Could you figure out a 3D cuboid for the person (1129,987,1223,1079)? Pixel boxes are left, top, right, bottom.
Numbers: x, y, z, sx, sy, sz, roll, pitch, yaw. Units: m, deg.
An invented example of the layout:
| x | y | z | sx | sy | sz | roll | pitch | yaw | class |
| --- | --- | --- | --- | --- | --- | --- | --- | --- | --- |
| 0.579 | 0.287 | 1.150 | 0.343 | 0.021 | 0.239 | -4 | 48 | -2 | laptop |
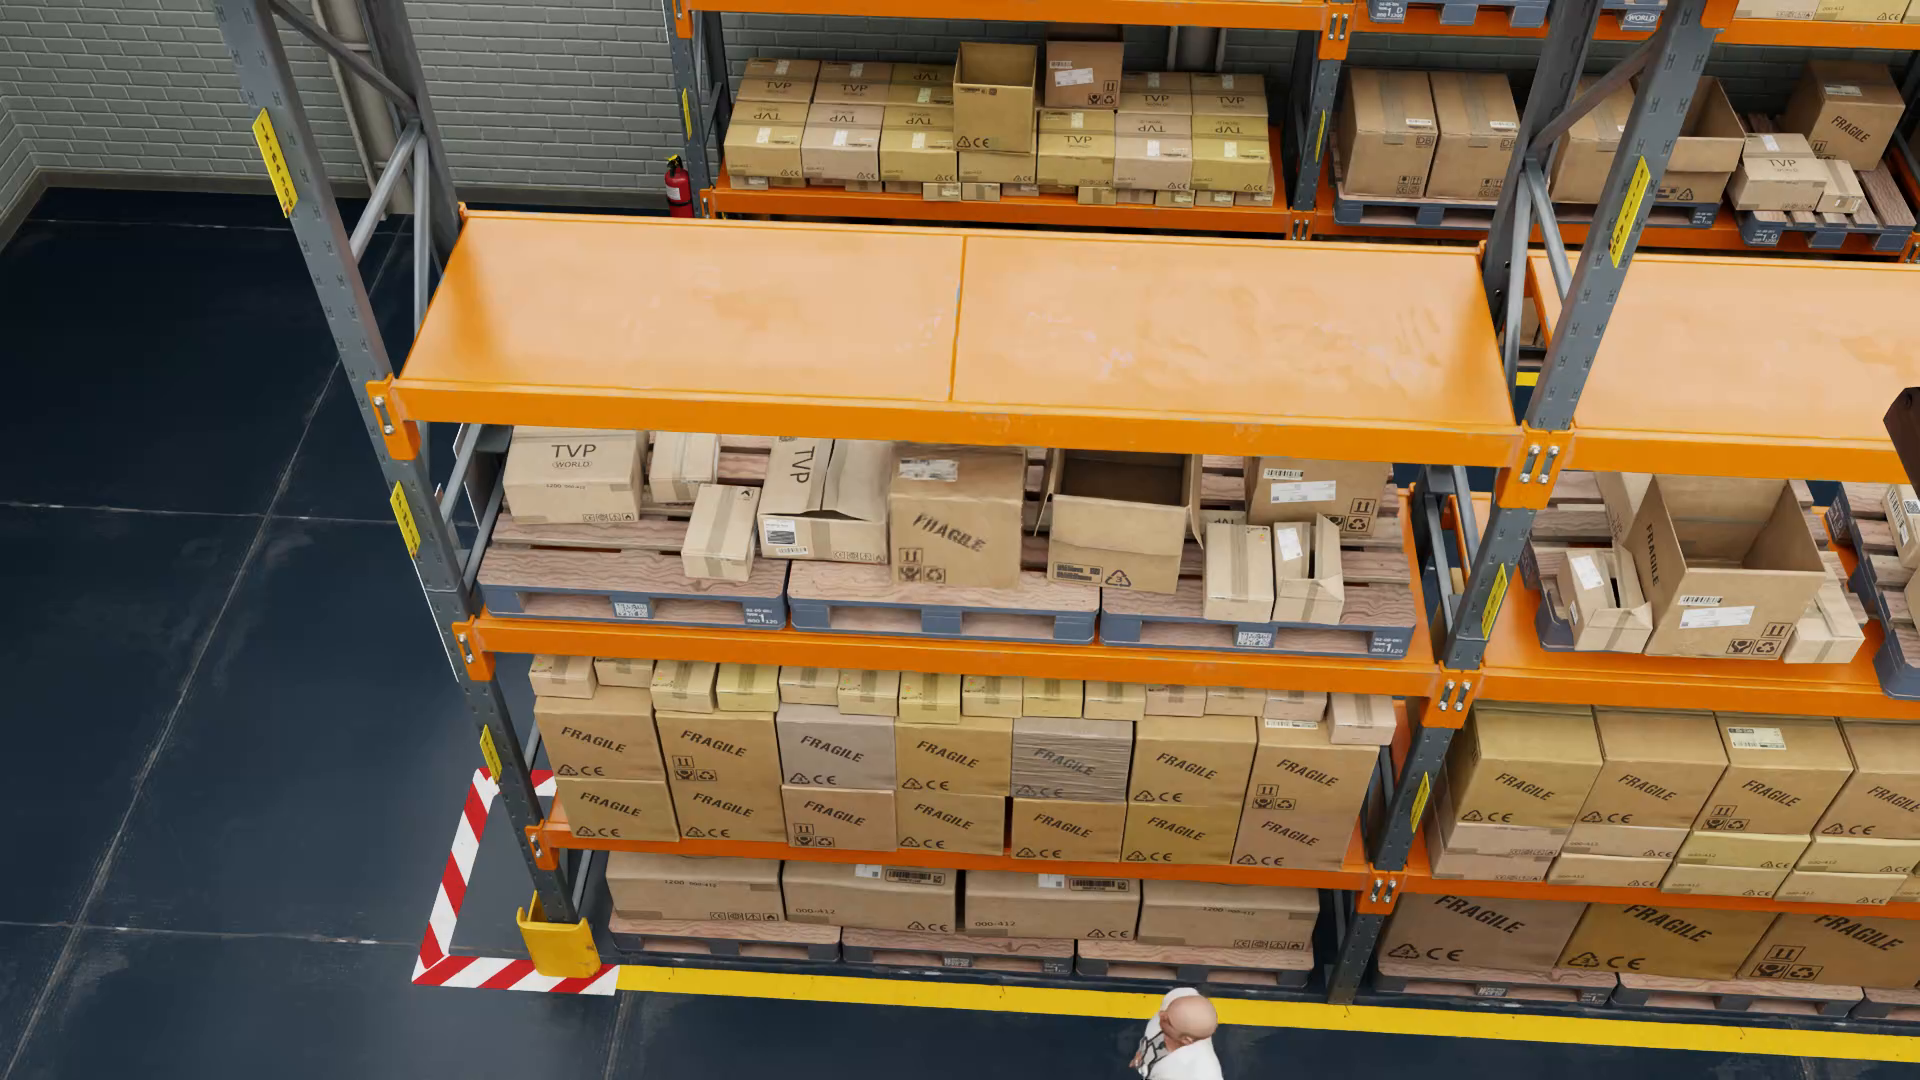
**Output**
| x | y | z | sx | sy | sz | roll | pitch | yaw | class |
| --- | --- | --- | --- | --- | --- | --- | --- | --- | --- |
| 0.990 | 2.474 | 7.329 | 0.595 | 1.814 | 0.620 | -3 | 48 | -3 | person |
